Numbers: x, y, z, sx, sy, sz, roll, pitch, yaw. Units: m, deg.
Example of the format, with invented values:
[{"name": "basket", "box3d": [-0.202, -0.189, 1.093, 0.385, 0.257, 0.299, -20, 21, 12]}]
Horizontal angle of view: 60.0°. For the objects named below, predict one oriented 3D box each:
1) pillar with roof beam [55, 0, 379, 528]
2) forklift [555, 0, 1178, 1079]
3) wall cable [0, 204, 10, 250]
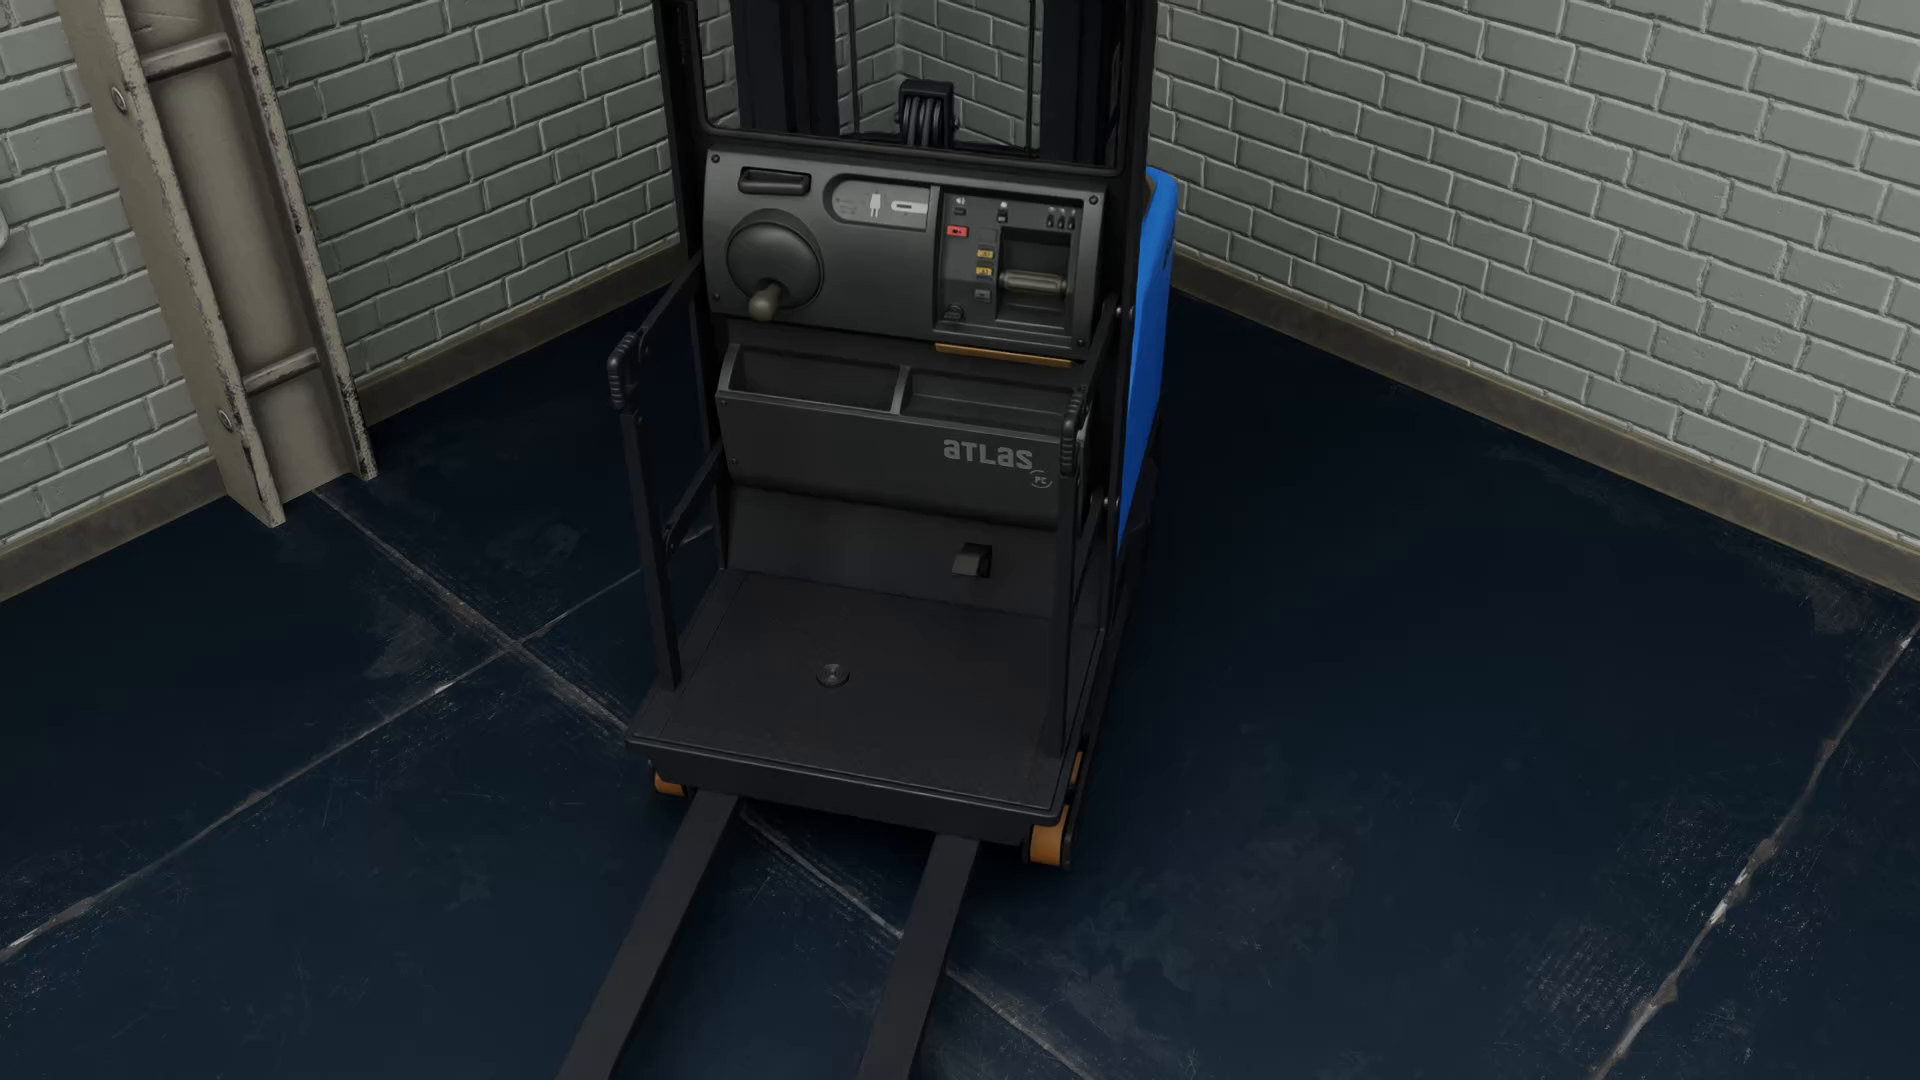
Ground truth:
[{"name": "pillar with roof beam", "box3d": [1.004, -1.907, 0.418, 9.100, 9.000, 0.400, 30, 47, 32]}, {"name": "forklift", "box3d": [-0.188, -0.588, 3.635, 1.130, 2.935, 3.031, 9, 39, 11]}, {"name": "wall cable", "box3d": [-3.191, -1.146, 3.465, 0.084, 1.984, 1.851, 30, 47, 32]}]
